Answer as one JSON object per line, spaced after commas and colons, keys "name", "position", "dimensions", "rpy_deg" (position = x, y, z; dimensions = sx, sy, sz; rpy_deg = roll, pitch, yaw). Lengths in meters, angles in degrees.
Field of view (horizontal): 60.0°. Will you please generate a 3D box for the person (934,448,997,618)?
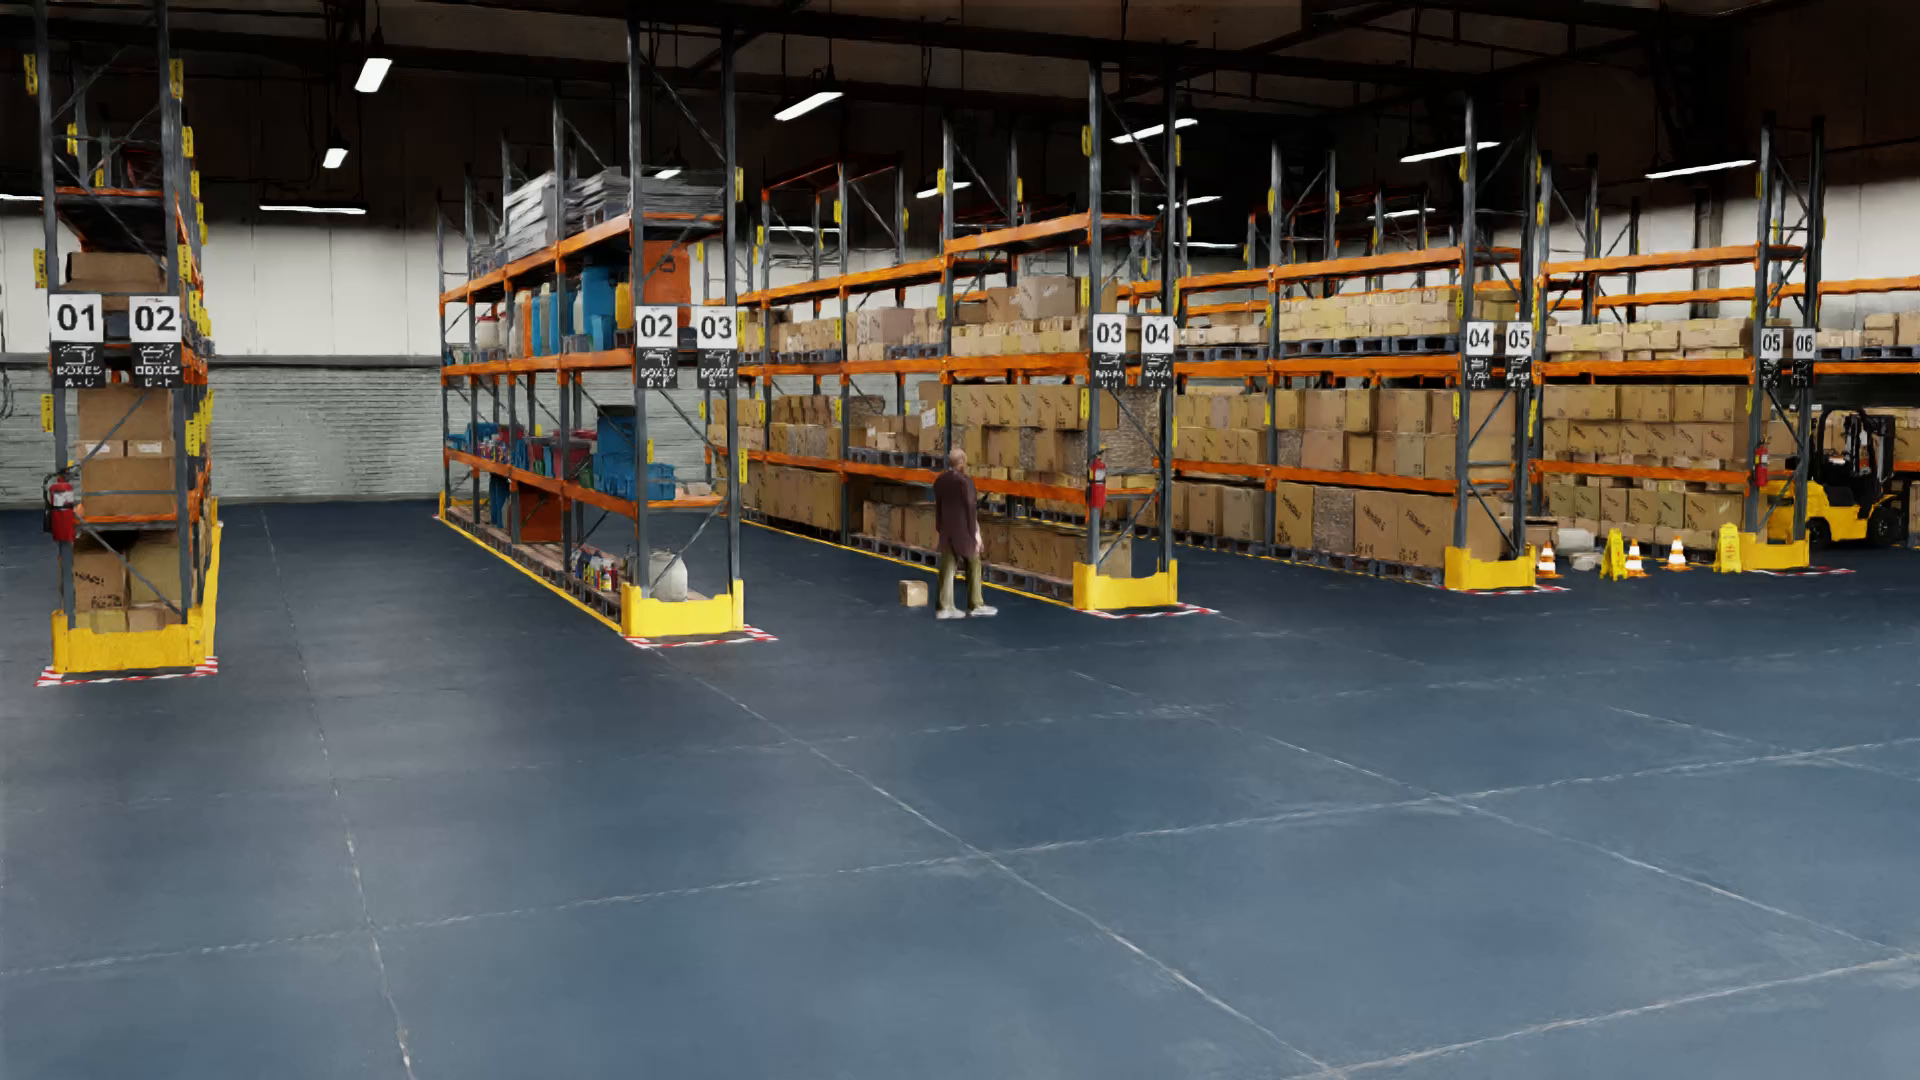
{"name": "person", "position": [0.043, -0.079, 17.441], "dimensions": [0.690, 1.779, 0.662], "rpy_deg": [4, 7, 38]}
